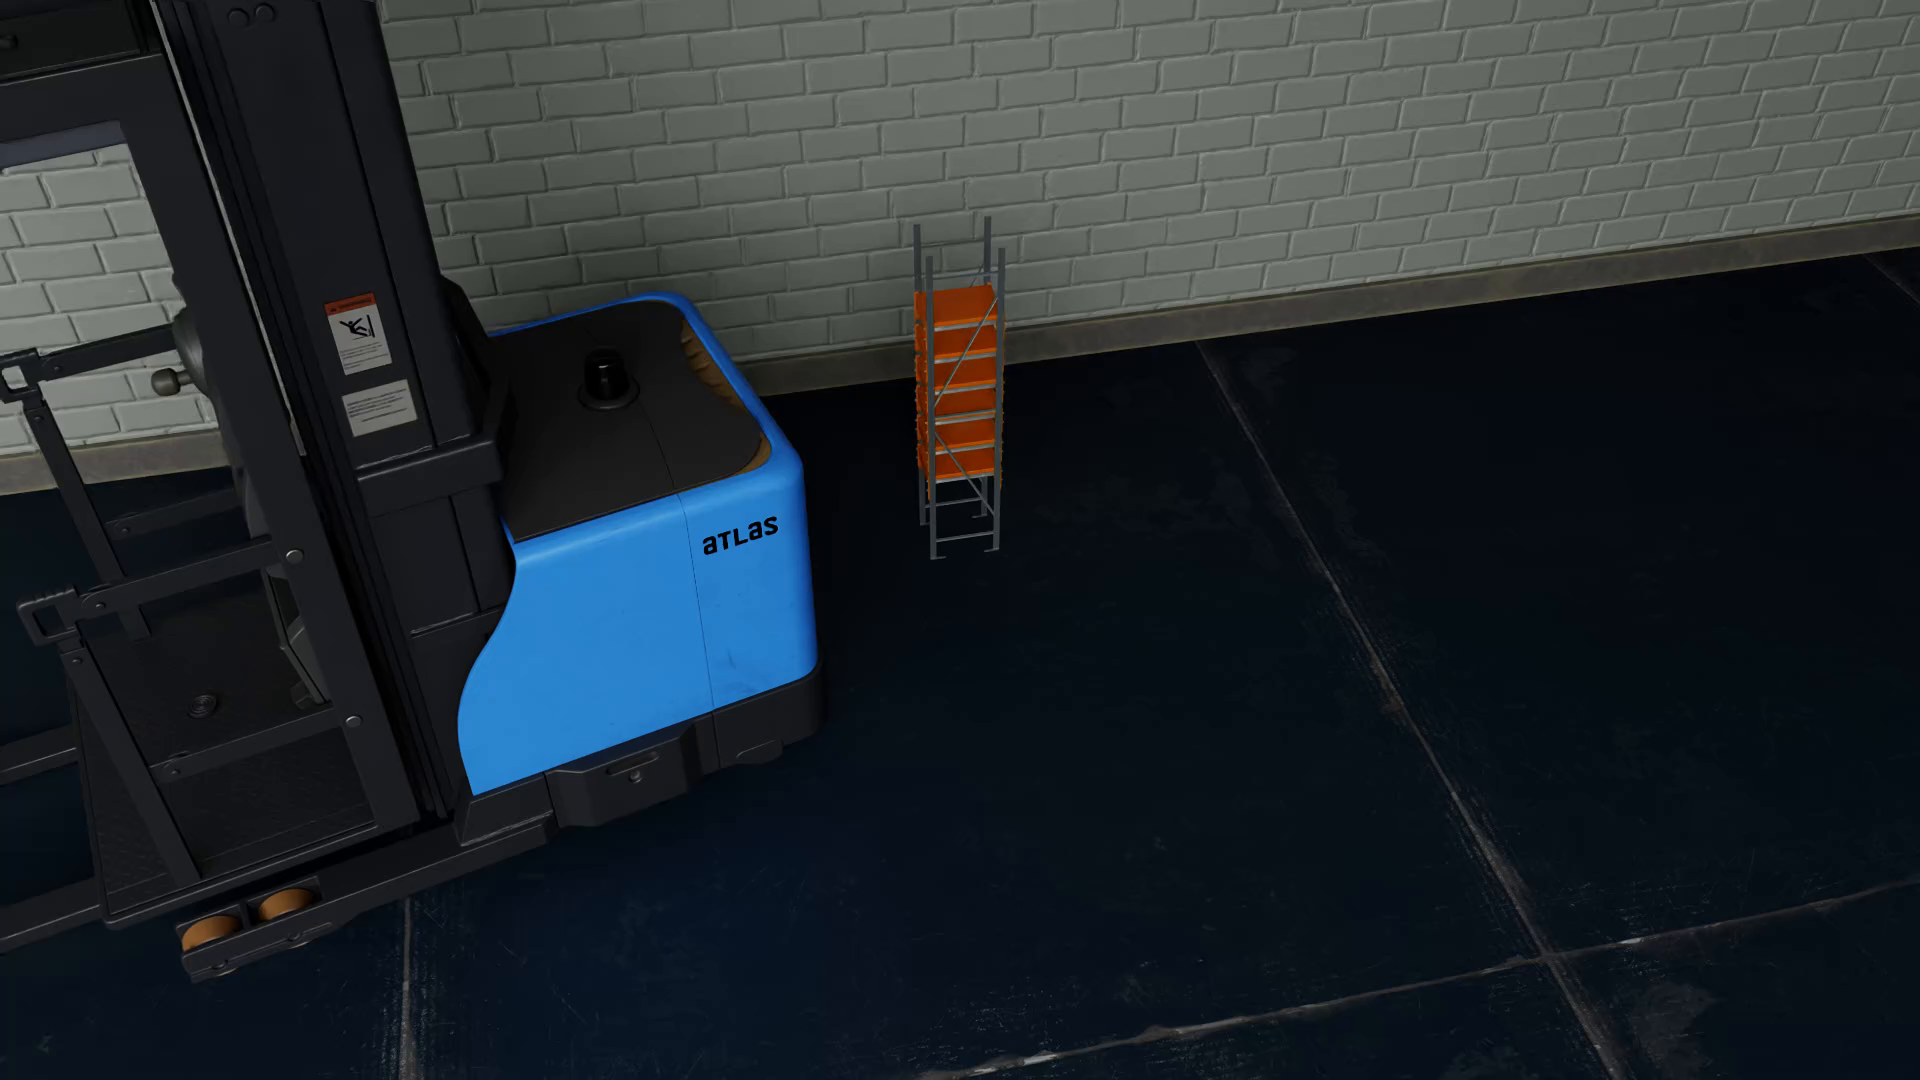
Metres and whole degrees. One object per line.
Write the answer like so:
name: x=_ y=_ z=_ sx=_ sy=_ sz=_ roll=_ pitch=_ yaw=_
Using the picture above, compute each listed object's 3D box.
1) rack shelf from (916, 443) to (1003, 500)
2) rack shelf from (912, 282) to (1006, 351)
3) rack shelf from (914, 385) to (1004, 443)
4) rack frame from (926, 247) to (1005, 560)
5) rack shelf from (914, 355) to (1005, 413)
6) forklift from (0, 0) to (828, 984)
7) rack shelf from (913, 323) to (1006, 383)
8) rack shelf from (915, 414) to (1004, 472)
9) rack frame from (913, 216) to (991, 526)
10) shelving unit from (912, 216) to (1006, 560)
rack shelf: x=-0.003 y=-0.245 z=5.551 sx=0.258 sy=0.103 sz=0.180 roll=-8 pitch=42 yaw=-9
rack shelf: x=-0.003 y=-0.694 z=5.153 sx=0.258 sy=0.103 sz=0.180 roll=-8 pitch=42 yaw=-9
rack shelf: x=-0.003 y=-0.425 z=5.392 sx=0.258 sy=0.103 sz=0.180 roll=-8 pitch=42 yaw=-9
rack frame: x=0.017 y=-0.399 z=5.295 sx=0.240 sy=1.200 sz=0.006 roll=-8 pitch=42 yaw=-9
rack shelf: x=-0.003 y=-0.515 z=5.312 sx=0.258 sy=0.103 sz=0.180 roll=-8 pitch=42 yaw=-9
forklift: x=-1.953 y=-0.336 z=3.920 sx=3.031 sy=2.935 sz=1.130 roll=-19 pitch=45 yaw=-20
rack shelf: x=-0.003 y=-0.604 z=5.232 sx=0.258 sy=0.103 sz=0.180 roll=-8 pitch=42 yaw=-9
rack shelf: x=-0.003 y=-0.335 z=5.471 sx=0.258 sy=0.103 sz=0.180 roll=-8 pitch=42 yaw=-9
rack frame: x=-0.023 y=-0.517 z=5.429 sx=0.240 sy=1.200 sz=0.006 roll=-8 pitch=42 yaw=-9
shelving unit: x=-0.003 y=-0.458 z=5.362 sx=0.258 sy=1.200 sz=0.189 roll=-8 pitch=42 yaw=-9
